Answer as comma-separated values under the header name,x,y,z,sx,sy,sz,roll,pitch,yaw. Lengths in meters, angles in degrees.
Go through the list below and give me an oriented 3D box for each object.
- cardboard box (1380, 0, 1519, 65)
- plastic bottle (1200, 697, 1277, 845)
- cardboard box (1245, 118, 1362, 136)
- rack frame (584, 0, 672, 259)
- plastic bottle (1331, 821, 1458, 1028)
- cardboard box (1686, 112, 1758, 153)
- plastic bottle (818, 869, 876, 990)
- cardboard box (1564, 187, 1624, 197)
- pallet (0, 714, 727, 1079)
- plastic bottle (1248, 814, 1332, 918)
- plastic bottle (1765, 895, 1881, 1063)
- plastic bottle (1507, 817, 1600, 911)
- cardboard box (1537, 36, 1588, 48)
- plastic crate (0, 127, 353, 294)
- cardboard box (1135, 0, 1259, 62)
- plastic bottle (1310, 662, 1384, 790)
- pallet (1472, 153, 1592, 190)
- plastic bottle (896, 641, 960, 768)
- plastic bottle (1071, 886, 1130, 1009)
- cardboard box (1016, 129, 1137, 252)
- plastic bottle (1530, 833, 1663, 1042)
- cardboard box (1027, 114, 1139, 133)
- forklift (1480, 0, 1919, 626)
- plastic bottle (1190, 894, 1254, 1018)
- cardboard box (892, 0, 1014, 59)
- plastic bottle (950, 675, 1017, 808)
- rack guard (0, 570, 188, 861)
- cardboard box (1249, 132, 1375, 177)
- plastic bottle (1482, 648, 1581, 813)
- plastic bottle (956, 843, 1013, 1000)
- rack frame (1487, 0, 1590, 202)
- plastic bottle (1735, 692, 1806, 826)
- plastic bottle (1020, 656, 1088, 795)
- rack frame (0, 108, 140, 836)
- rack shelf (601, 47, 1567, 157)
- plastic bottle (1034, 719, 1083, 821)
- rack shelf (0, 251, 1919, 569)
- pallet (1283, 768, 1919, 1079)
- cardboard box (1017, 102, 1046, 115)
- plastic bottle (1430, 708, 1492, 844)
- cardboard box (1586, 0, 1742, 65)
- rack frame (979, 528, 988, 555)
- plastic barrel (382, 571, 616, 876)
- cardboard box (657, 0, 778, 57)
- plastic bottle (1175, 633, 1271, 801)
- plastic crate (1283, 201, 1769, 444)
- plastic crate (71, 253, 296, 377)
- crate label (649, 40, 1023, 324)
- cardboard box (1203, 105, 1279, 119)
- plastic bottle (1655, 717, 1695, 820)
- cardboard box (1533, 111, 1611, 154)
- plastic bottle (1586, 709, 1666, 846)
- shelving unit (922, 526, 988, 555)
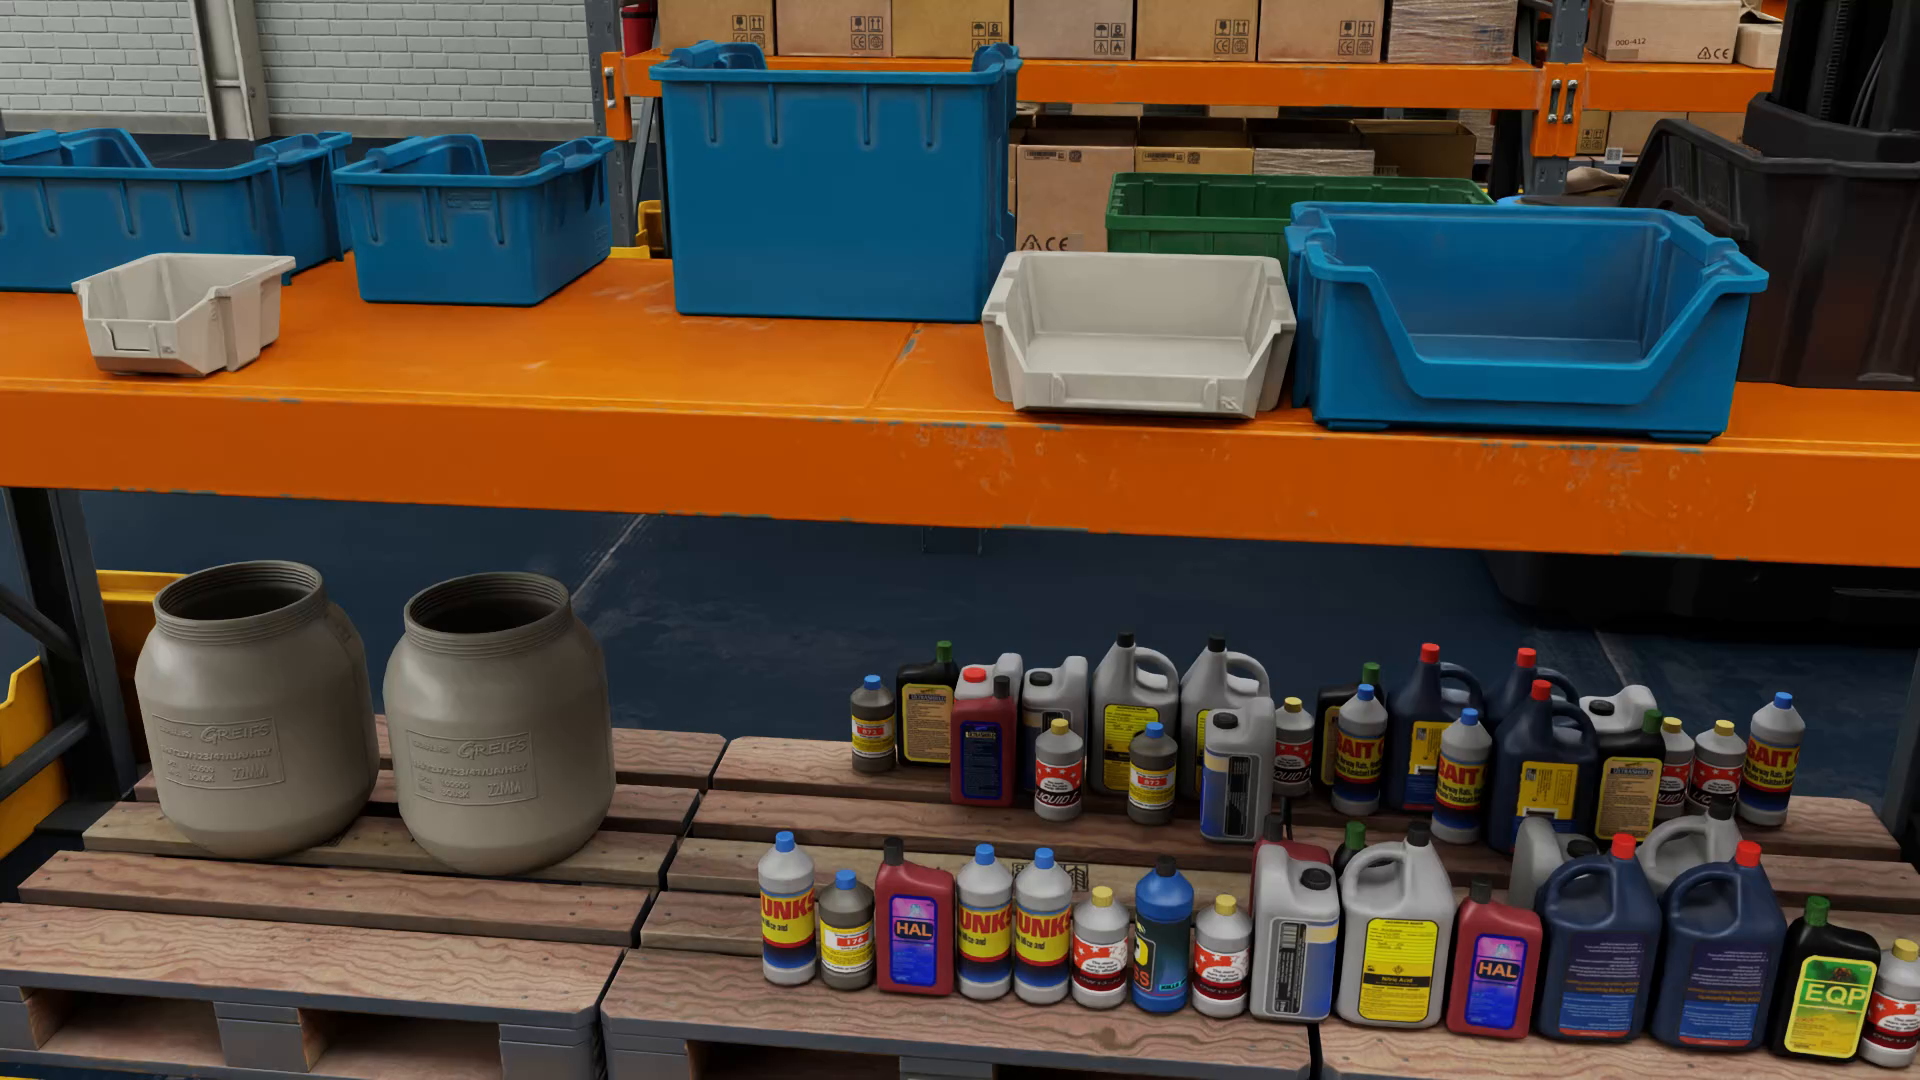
name,x,y,z,sx,sy,sz,roll,pitch,yaw
cardboard box,2.055,-2.326,7.107,0.500,0.500,0.700,2,22,5
plastic bottle,0.555,0.450,3.327,0.135,0.276,0.152,2,22,6
cardboard box,1.575,-1.681,7.760,0.500,0.500,0.500,2,22,6
rack frame,-1.476,-2.435,7.520,0.127,3.000,1.000,2,22,6
plastic bottle,0.725,0.628,2.775,0.185,0.351,0.144,2,22,6
cardboard box,5.332,-3.028,11.821,0.500,0.500,0.700,2,22,6
plastic bottle,-0.196,0.666,2.882,0.097,0.201,0.097,0,22,0
cardboard box,2.878,-1.331,7.132,0.500,0.311,0.500,3,22,6
pallet,-1.175,0.693,3.400,1.213,0.211,1.003,2,22,6
plastic bottle,0.576,0.612,2.907,0.133,0.283,0.061,2,22,6
plastic bottle,1.393,0.704,2.675,0.133,0.283,0.061,4,22,9
plastic bottle,1.038,0.622,2.893,0.135,0.276,0.152,2,22,6
cardboard box,4.246,-3.418,11.788,0.500,0.250,0.500,2,22,5
plastic crate,-1.530,-0.645,3.195,0.616,0.251,0.499,2,22,6
cardboard box,1.033,-2.369,7.217,0.500,0.500,0.700,3,22,7
plastic bottle,0.811,0.388,3.476,0.133,0.283,0.061,3,22,9
pallet,3.849,-2.741,12.086,1.213,0.211,1.003,2,22,6
plastic bottle,-0.069,0.349,3.572,0.133,0.283,0.061,3,22,8
plastic bottle,0.240,0.685,2.834,0.097,0.201,0.097,0,22,0
cardboard box,0.520,-1.530,7.380,0.500,0.500,0.500,2,22,6
plastic bottle,1.046,0.642,2.740,0.185,0.351,0.144,1,22,4
cardboard box,0.583,-1.726,7.875,0.500,0.500,0.500,2,22,6
forklift,3.130,-1.242,4.595,3.031,2.935,1.130,2,22,5
plastic bottle,0.444,0.694,2.812,0.097,0.201,0.097,0,22,0
cardboard box,0.001,-2.412,7.326,0.500,0.500,0.700,3,22,7
plastic bottle,0.048,0.411,3.417,0.133,0.283,0.061,2,22,6
rack guard,-1.981,0.522,3.441,0.348,0.500,1.175,2,22,6
cardboard box,1.515,-1.494,7.287,0.500,0.500,0.500,2,22,6
plastic bottle,1.157,0.387,3.386,0.185,0.351,0.144,3,22,8
plastic bottle,0.042,0.644,2.843,0.097,0.271,0.097,0,22,0
rack frame,2.497,-2.262,7.082,0.127,3.000,1.000,2,22,6
plastic bottle,1.645,0.436,3.369,0.097,0.271,0.097,0,22,0
plastic bottle,0.198,0.381,3.502,0.135,0.276,0.152,2,22,5
rack frame,-2.062,-0.627,2.946,0.127,3.000,1.000,2,22,6
rack shelf,0.510,-2.014,7.433,4.000,0.370,1.077,2,22,6
plastic bottle,0.202,0.462,3.398,0.097,0.201,0.097,0,22,0
rack shelf,-0.076,-0.206,2.859,4.000,0.370,1.077,2,22,6
pallet,1.248,0.799,3.133,1.213,0.211,1.003,2,22,6
cardboard box,0.346,-3.111,12.287,0.500,0.311,0.500,4,22,11
plastic bottle,0.999,0.462,3.305,0.097,0.271,0.097,0,22,0
cardboard box,2.991,-2.187,7.096,0.500,0.250,0.500,4,22,10
rack frame,0.076,-0.555,5.211,0.006,1.200,0.240,2,22,6
plastic barrel,-0.902,0.357,3.270,0.421,0.512,0.421,0,22,0
cardboard box,-1.014,-2.457,7.439,0.500,0.500,0.700,3,22,6
plastic bottle,0.548,0.360,3.453,0.185,0.351,0.144,2,22,6
plastic crate,0.779,-0.334,2.406,0.616,0.251,0.499,2,22,6
plastic crate,-1.211,-0.348,2.599,0.250,0.136,0.298,2,22,6
crate label,-0.203,-0.663,2.988,0.616,0.435,0.502,2,22,6
cardboard box,2.040,-3.144,12.113,0.500,0.500,0.500,1,22,2
plastic bottle,1.443,0.460,3.404,0.097,0.201,0.097,0,22,0
cardboard box,4.328,-3.083,11.961,0.500,0.500,0.700,2,22,5
plastic bottle,1.309,0.466,3.278,0.133,0.283,0.061,2,22,6
shelving unit,-0.014,-0.559,5.221,0.189,1.200,0.258,2,22,6
